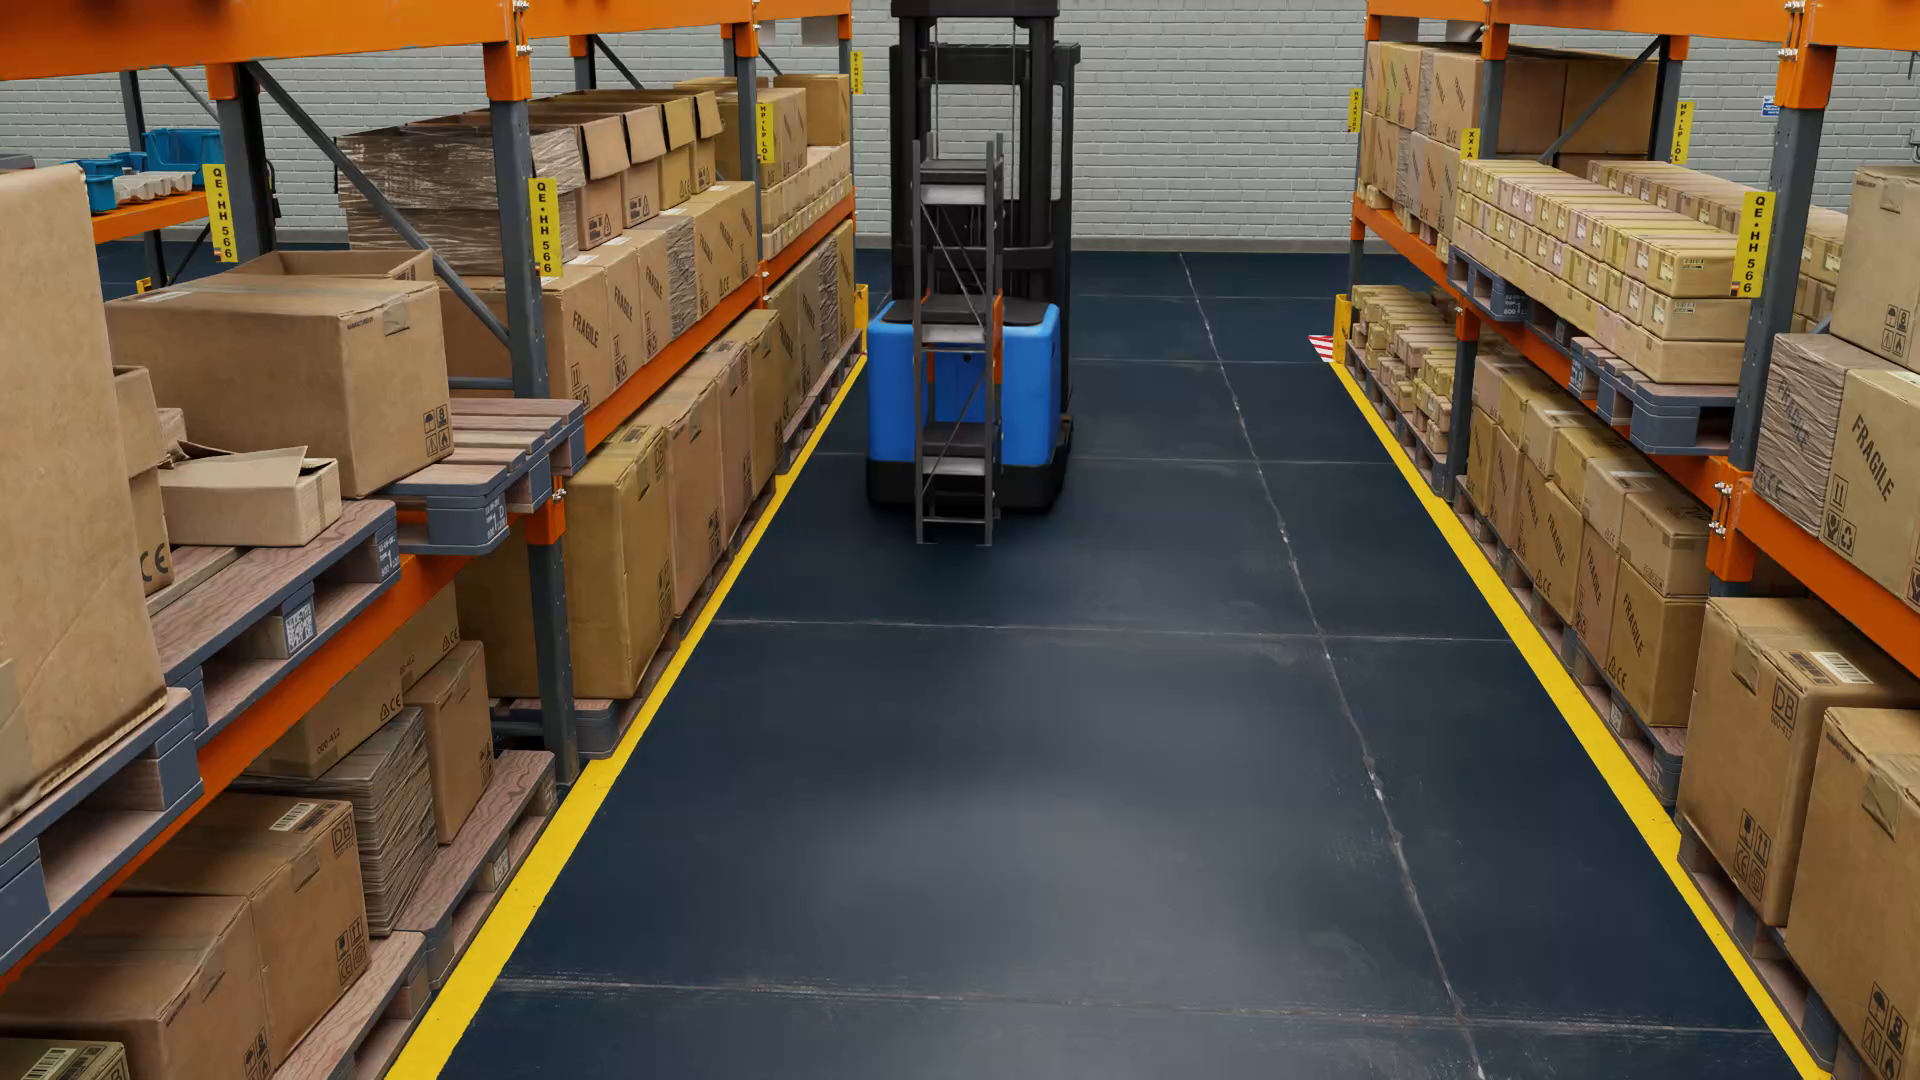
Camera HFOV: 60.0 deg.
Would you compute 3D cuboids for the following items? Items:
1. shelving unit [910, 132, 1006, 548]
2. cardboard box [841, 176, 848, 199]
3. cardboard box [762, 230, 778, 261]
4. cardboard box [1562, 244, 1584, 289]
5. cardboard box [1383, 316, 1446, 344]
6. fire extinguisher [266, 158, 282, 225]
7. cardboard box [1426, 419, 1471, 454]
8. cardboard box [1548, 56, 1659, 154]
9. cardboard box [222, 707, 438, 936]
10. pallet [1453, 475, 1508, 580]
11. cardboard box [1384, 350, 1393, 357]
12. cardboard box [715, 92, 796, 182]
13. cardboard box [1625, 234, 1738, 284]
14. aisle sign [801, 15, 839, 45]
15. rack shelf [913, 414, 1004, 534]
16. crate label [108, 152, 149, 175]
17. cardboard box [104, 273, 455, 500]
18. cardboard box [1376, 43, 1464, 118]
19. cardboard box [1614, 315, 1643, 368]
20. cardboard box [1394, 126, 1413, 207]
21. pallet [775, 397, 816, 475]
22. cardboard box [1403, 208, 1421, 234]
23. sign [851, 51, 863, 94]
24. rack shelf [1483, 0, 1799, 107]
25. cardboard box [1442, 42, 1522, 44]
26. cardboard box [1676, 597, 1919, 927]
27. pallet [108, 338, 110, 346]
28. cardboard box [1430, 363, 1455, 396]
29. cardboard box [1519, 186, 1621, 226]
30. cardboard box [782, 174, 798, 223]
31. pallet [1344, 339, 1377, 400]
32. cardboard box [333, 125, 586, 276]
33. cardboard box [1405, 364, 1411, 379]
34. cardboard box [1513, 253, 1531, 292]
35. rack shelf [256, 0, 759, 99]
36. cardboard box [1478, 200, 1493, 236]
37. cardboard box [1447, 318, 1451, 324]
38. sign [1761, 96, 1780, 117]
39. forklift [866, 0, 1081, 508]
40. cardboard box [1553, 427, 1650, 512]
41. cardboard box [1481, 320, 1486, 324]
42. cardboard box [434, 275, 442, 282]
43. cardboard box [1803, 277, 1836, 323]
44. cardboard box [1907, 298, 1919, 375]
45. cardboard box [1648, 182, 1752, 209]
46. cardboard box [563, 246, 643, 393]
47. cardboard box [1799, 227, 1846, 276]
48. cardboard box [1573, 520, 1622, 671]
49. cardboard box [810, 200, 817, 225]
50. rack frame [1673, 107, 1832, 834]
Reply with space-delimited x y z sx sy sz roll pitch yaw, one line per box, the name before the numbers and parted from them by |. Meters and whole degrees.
shelving unit | -0.004 -1.040 8.723 0.431 2.100 0.503 2 18 7
cardboard box | -1.068 -2.705 12.764 0.380 0.149 0.250 1 18 4
cardboard box | -1.288 -1.746 9.836 0.380 0.149 0.250 1 18 4
cardboard box | 2.666 -1.101 6.717 0.380 0.149 0.250 1 18 4
cardboard box | 3.135 -1.444 11.461 0.380 0.149 0.250 2 18 5
fire extinguisher | -5.831 -2.956 13.851 0.296 0.674 0.183 1 18 4
cardboard box | 2.987 -0.613 9.879 0.380 0.149 0.250 2 18 5
cardboard box | 3.574 -2.437 9.299 0.500 0.500 0.500 2 18 5
cardboard box | -1.983 0.822 4.906 0.700 0.500 0.500 0 18 -1
pallet | 3.244 -0.071 8.802 1.003 0.211 1.213 1 18 4
cardboard box | 3.230 -1.251 11.828 0.380 0.149 0.250 1 18 4
cardboard box | -1.309 -2.503 10.303 0.500 0.500 0.500 1 18 4
cardboard box | 2.610 -0.999 5.929 0.380 0.149 0.250 1 18 3
aisle sign | -1.050 -4.274 12.974 0.394 0.787 0.004 1 18 4
rack shelf | -0.003 -0.362 8.945 0.431 0.518 0.480 2 18 7
crate label | -6.641 -3.013 13.474 0.416 0.233 0.303 1 18 4
cardboard box | -1.867 -0.441 4.617 0.700 0.500 0.500 4 19 12
cardboard box | 3.259 -3.254 11.794 0.500 0.500 0.500 2 18 6
cardboard box | 2.609 -0.717 6.022 0.380 0.149 0.250 1 18 4
cardboard box | 3.187 -2.459 10.973 0.500 0.500 0.500 1 18 2
pallet | -1.509 -0.690 10.689 1.003 0.211 1.213 1 18 4
cardboard box | 3.126 -2.100 10.919 0.380 0.149 0.250 2 18 5
sign | -0.814 -3.669 13.064 0.100 0.325 0.005 1 18 4
rack shelf | 3.155 -2.101 6.855 1.077 0.370 4.000 1 18 4
cardboard box | 3.801 -3.397 12.229 0.500 0.500 0.500 1 18 3
cardboard box | 2.879 0.661 5.028 1.050 0.750 0.750 1 18 3
pallet | -6.392 -1.553 13.324 1.003 0.211 1.213 1 18 4
cardboard box | 3.043 -0.962 9.992 0.380 0.149 0.250 2 18 5
cardboard box | 2.720 -1.488 7.419 0.380 0.149 0.250 2 18 6
cardboard box | -1.306 -2.145 10.415 0.500 0.250 0.500 1 18 4
pallet | 3.487 -1.280 12.492 1.003 0.211 1.213 1 18 4
cardboard box | -1.859 -1.289 6.268 0.797 0.503 0.637 2 18 6
cardboard box | 3.167 -1.135 10.997 0.380 0.149 0.250 0 18 1
cardboard box | 2.724 -1.201 7.500 0.380 0.149 0.250 1 18 3
rack shelf | -1.785 -2.243 7.289 1.077 0.370 4.000 1 18 4
cardboard box | 2.777 -1.587 8.201 0.380 0.149 0.250 2 18 5
cardboard box | 3.797 -1.535 12.217 0.380 0.149 0.250 1 18 2
sign | 8.867 -4.702 18.021 0.327 0.218 0.001 1 18 4
forklift | 0.157 -1.987 10.280 1.130 2.935 3.031 2 18 6
cardboard box | 2.877 -0.297 7.148 0.500 0.250 0.500 2 18 5
cardboard box | 3.658 -1.435 11.434 0.380 0.149 0.250 1 18 2
cardboard box | -2.140 -0.745 6.217 0.500 0.500 0.500 2 18 6
cardboard box | 3.264 -0.848 5.944 0.380 0.149 0.250 2 18 7
cardboard box | 2.935 -0.622 4.239 0.700 0.500 0.500 1 18 3
cardboard box | 3.386 -1.551 7.612 0.380 0.149 0.250 1 18 2
cardboard box | -1.587 -0.891 6.664 0.500 0.500 0.500 1 18 2
cardboard box | 3.277 -1.058 6.108 0.380 0.149 0.250 1 18 4
cardboard box | 2.839 0.221 6.772 0.500 0.500 0.500 2 18 6
cardboard box | -1.178 -2.230 11.314 0.380 0.149 0.250 1 18 2
rack frame | 3.012 -0.396 5.315 1.000 3.000 0.127 1 18 4
